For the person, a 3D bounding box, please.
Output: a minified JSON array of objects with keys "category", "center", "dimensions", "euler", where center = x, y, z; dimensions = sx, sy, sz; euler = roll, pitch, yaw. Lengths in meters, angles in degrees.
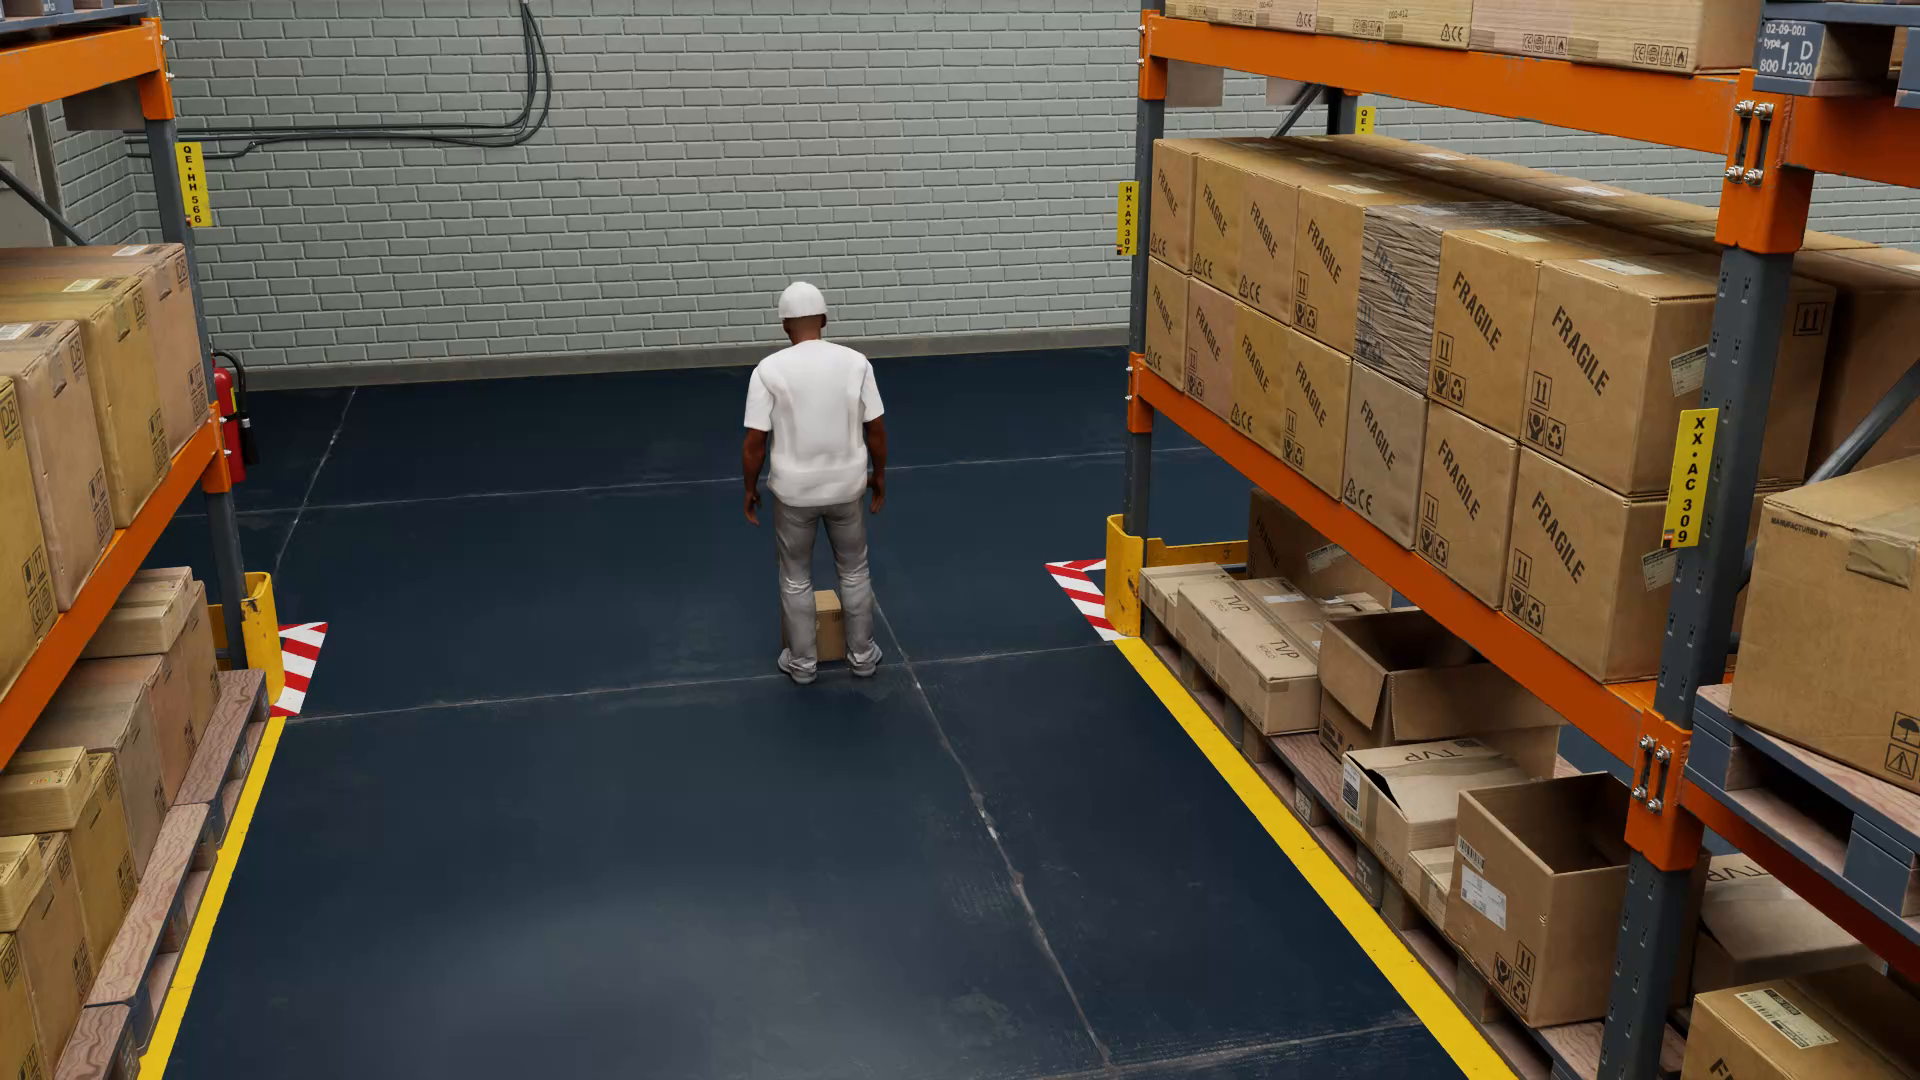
[{"category":"person","center":[-0.625,-0.238,7.213],"dimensions":[0.636,1.761,0.454],"euler":[-5,20,-15]}]
